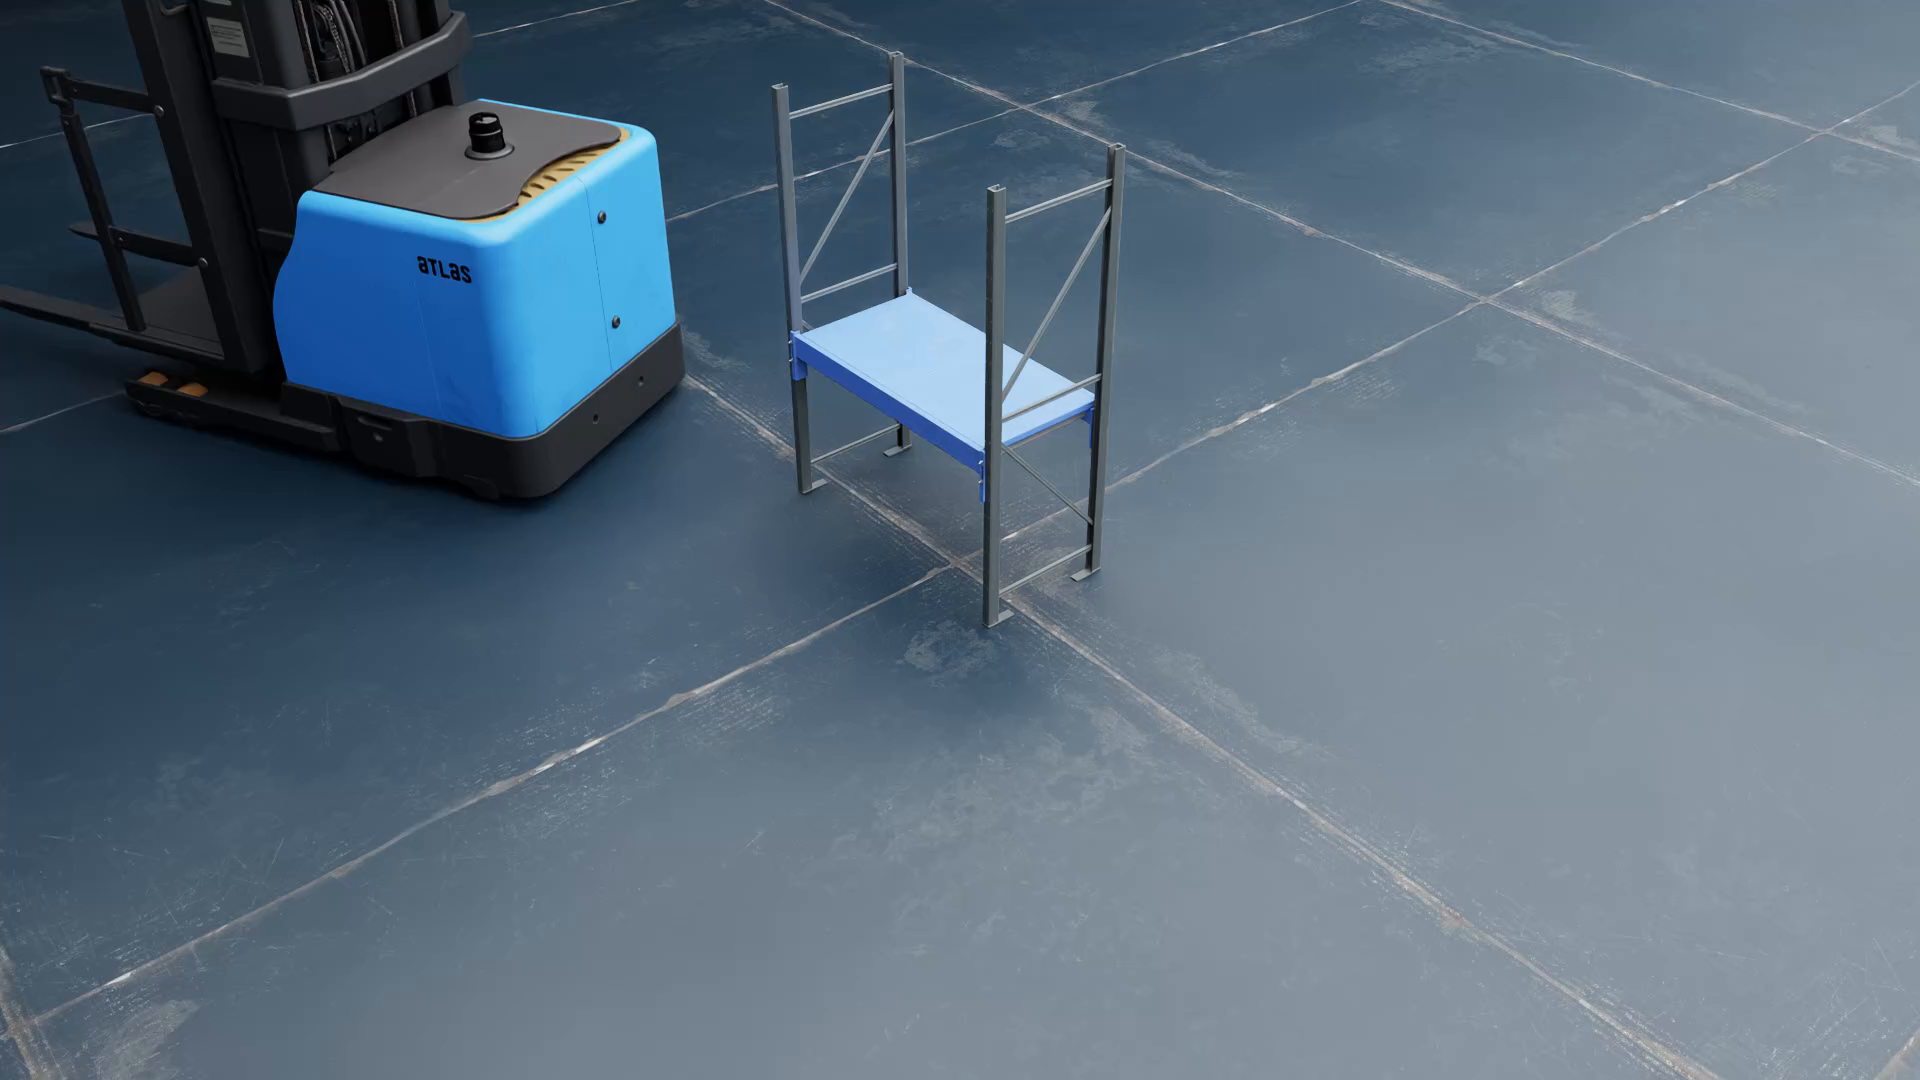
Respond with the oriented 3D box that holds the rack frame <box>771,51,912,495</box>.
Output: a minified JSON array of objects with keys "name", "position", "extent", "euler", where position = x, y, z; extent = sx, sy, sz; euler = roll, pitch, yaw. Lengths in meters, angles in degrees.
[{"name":"rack frame","position":[-0.383,-0.874,5.687],"extent":[0.500,1.500,0.032],"euler":[-26,43,-32]}]

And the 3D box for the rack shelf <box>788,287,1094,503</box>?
[{"name":"rack shelf","position":[-0.055,-0.503,5.474],"extent":[0.538,0.185,1.000],"euler":[-26,43,-32]}]

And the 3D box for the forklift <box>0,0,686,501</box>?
[{"name":"forklift","position":[-2.644,-1.892,5.885],"extent":[3.031,2.935,1.130],"euler":[14,38,19]}]

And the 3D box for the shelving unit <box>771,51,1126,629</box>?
[{"name":"shelving unit","position":[-0.055,-0.650,5.370],"extent":[0.538,1.500,1.048],"euler":[-26,43,-32]}]

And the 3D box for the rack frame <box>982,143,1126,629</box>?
[{"name":"rack frame","position":[0.273,-0.425,5.053],"extent":[0.500,1.500,0.032],"euler":[-26,43,-32]}]
